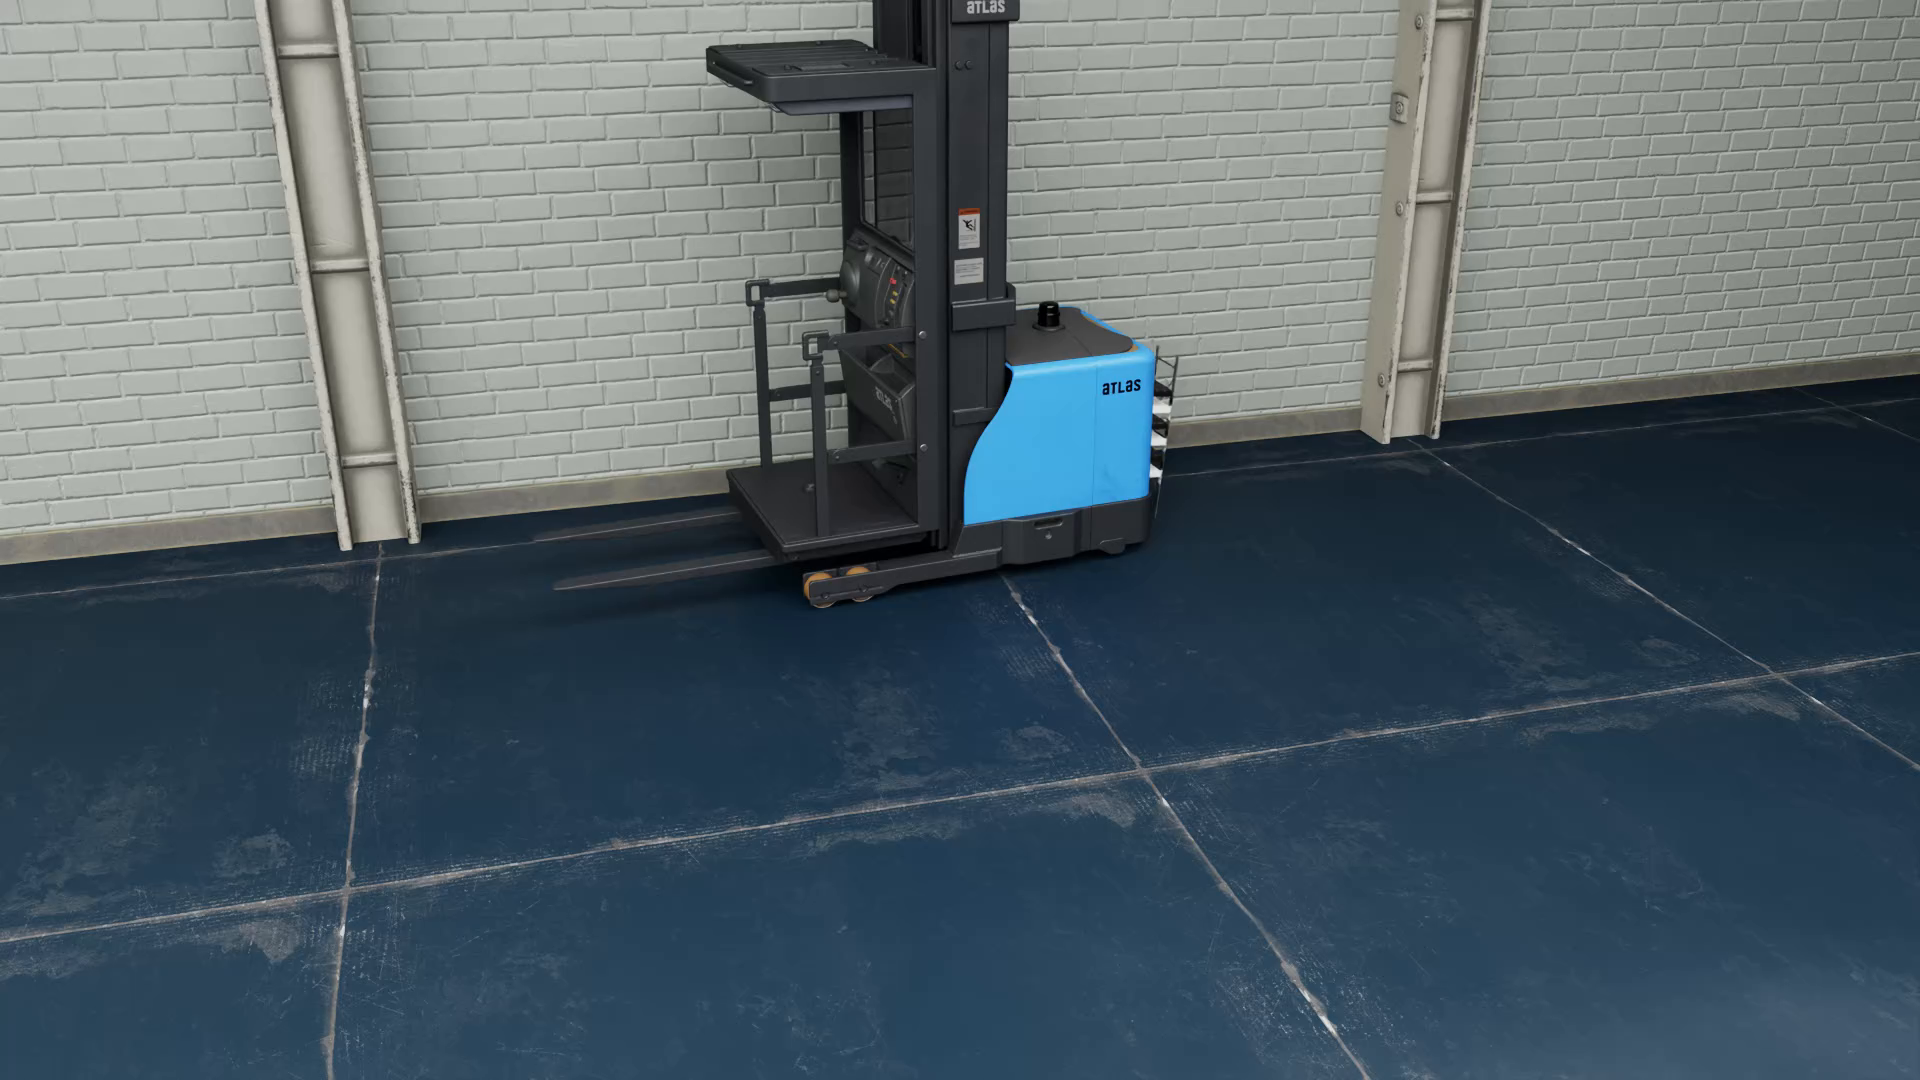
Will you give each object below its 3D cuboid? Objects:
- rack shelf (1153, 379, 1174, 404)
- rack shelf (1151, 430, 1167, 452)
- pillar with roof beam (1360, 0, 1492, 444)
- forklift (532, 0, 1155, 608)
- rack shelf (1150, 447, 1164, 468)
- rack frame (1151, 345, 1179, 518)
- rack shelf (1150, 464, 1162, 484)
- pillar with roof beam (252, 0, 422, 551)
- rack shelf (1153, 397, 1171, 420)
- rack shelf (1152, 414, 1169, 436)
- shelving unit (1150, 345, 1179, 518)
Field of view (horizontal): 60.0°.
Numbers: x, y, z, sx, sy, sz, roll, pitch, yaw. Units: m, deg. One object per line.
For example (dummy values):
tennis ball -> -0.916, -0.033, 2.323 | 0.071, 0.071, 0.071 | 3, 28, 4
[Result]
rack shelf -> 0.986, -0.796, 8.846 | 0.200, 0.077, 0.258 | -3, 23, -22
rack shelf -> 0.961, -0.545, 8.943 | 0.200, 0.077, 0.258 | -3, 23, -22
pillar with roof beam -> 3.877, -3.164, 4.712 | 0.400, 9.000, 9.100 | -6, 24, -14
forklift -> -0.586, -1.255, 7.959 | 3.031, 2.935, 1.130 | -9, 25, -20
rack shelf -> 0.953, -0.462, 8.975 | 0.200, 0.077, 0.258 | -3, 23, -22
rack frame -> 1.058, -0.582, 8.969 | 0.006, 0.900, 0.240 | -3, 23, -22
rack shelf -> 0.944, -0.378, 9.007 | 0.200, 0.077, 0.258 | -3, 23, -22
pillar with roof beam -> -1.900, -2.525, 3.223 | 0.400, 9.000, 9.100 | -6, 24, -14
rack shelf -> 0.978, -0.713, 8.878 | 0.200, 0.077, 0.258 | -3, 23, -22
rack shelf -> 0.969, -0.629, 8.910 | 0.200, 0.077, 0.258 | -3, 23, -22
shelving unit -> 0.964, -0.576, 8.931 | 0.210, 0.900, 0.258 | -3, 23, -22
